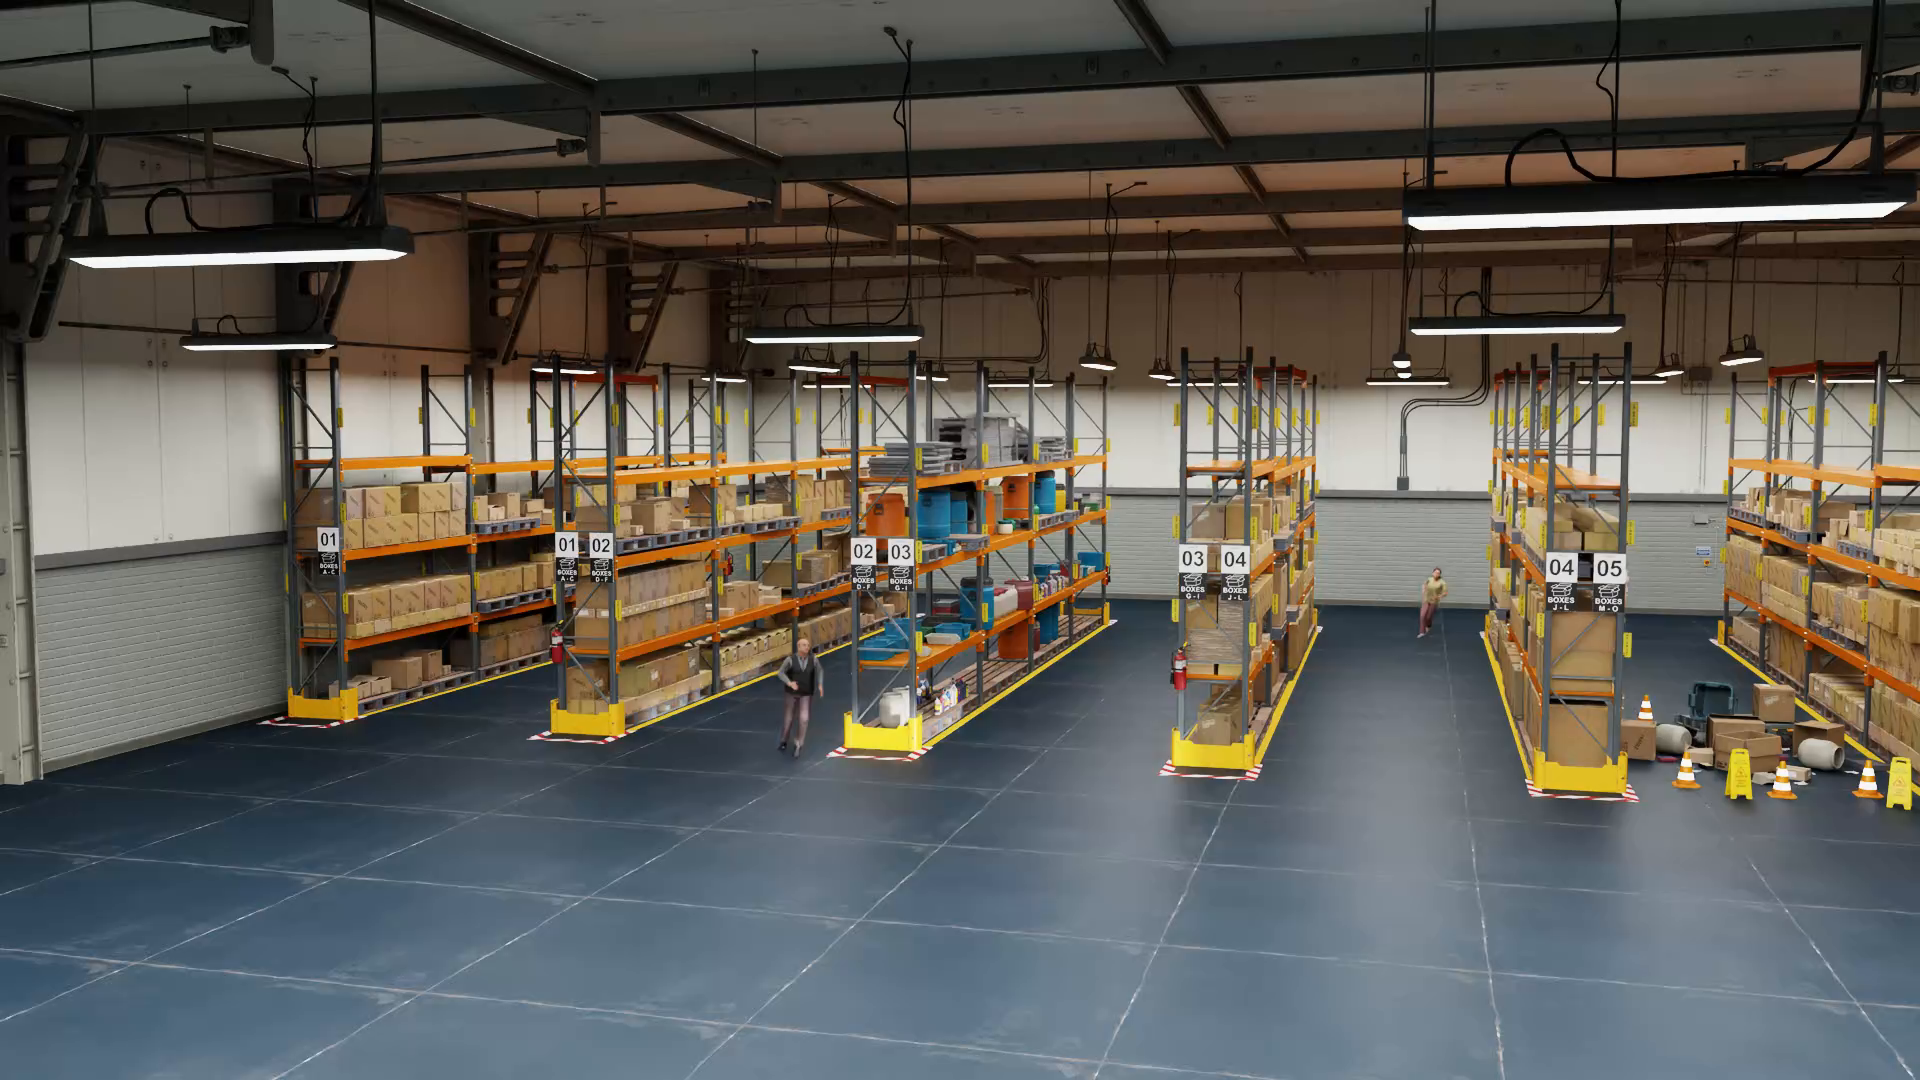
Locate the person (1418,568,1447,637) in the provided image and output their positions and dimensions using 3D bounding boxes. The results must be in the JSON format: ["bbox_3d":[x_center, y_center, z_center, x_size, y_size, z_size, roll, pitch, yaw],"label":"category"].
[{"bbox_3d":[10.845,1.429,38.062,0.618,1.612,0.676,3,5,37],"label":"person"}]

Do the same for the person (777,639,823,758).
[{"bbox_3d":[-2.364,2.344,24.761,0.717,1.756,0.661,-1,4,-12],"label":"person"}]
